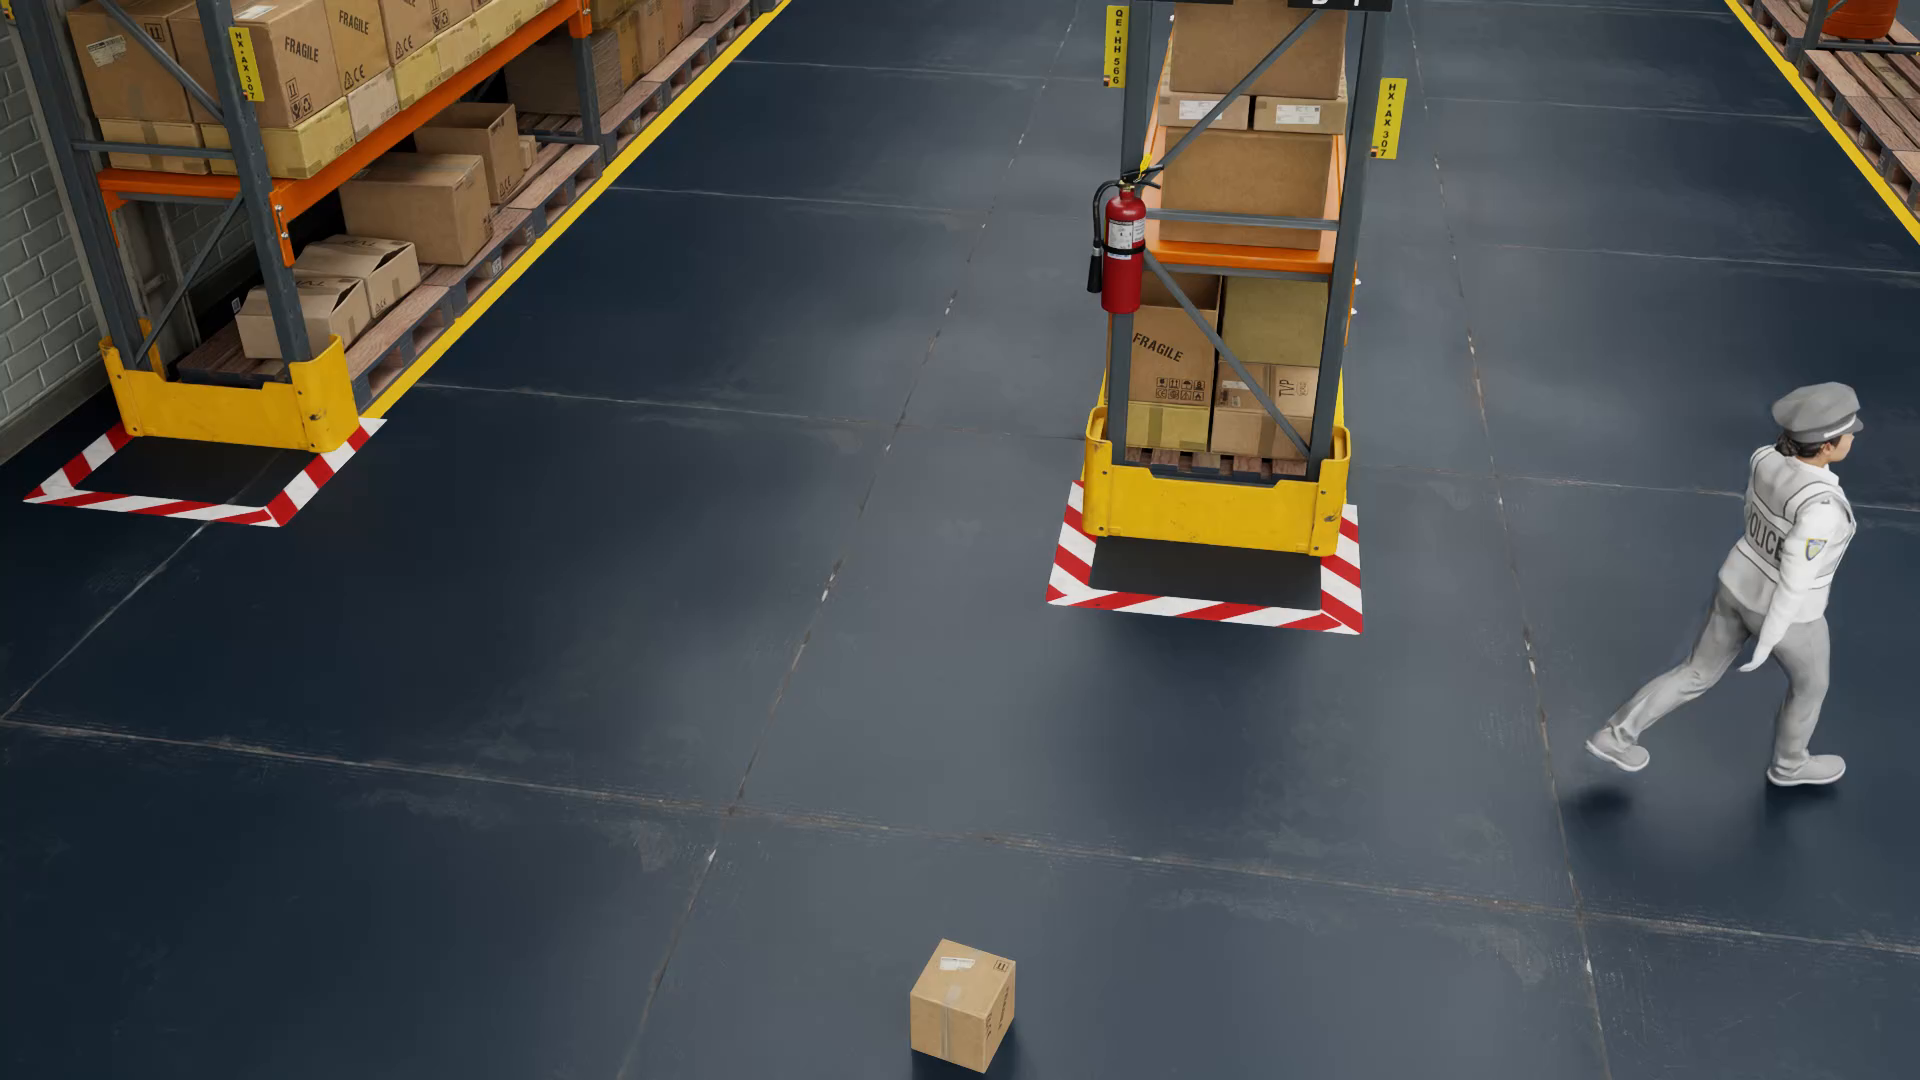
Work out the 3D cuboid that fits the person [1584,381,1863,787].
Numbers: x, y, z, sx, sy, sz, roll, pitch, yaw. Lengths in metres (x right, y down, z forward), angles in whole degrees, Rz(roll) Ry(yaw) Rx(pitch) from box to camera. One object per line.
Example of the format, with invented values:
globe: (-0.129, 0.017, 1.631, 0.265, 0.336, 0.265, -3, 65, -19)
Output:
person: (2.801, 0.193, 5.797, 0.992, 1.642, 0.482, -6, 33, -10)
